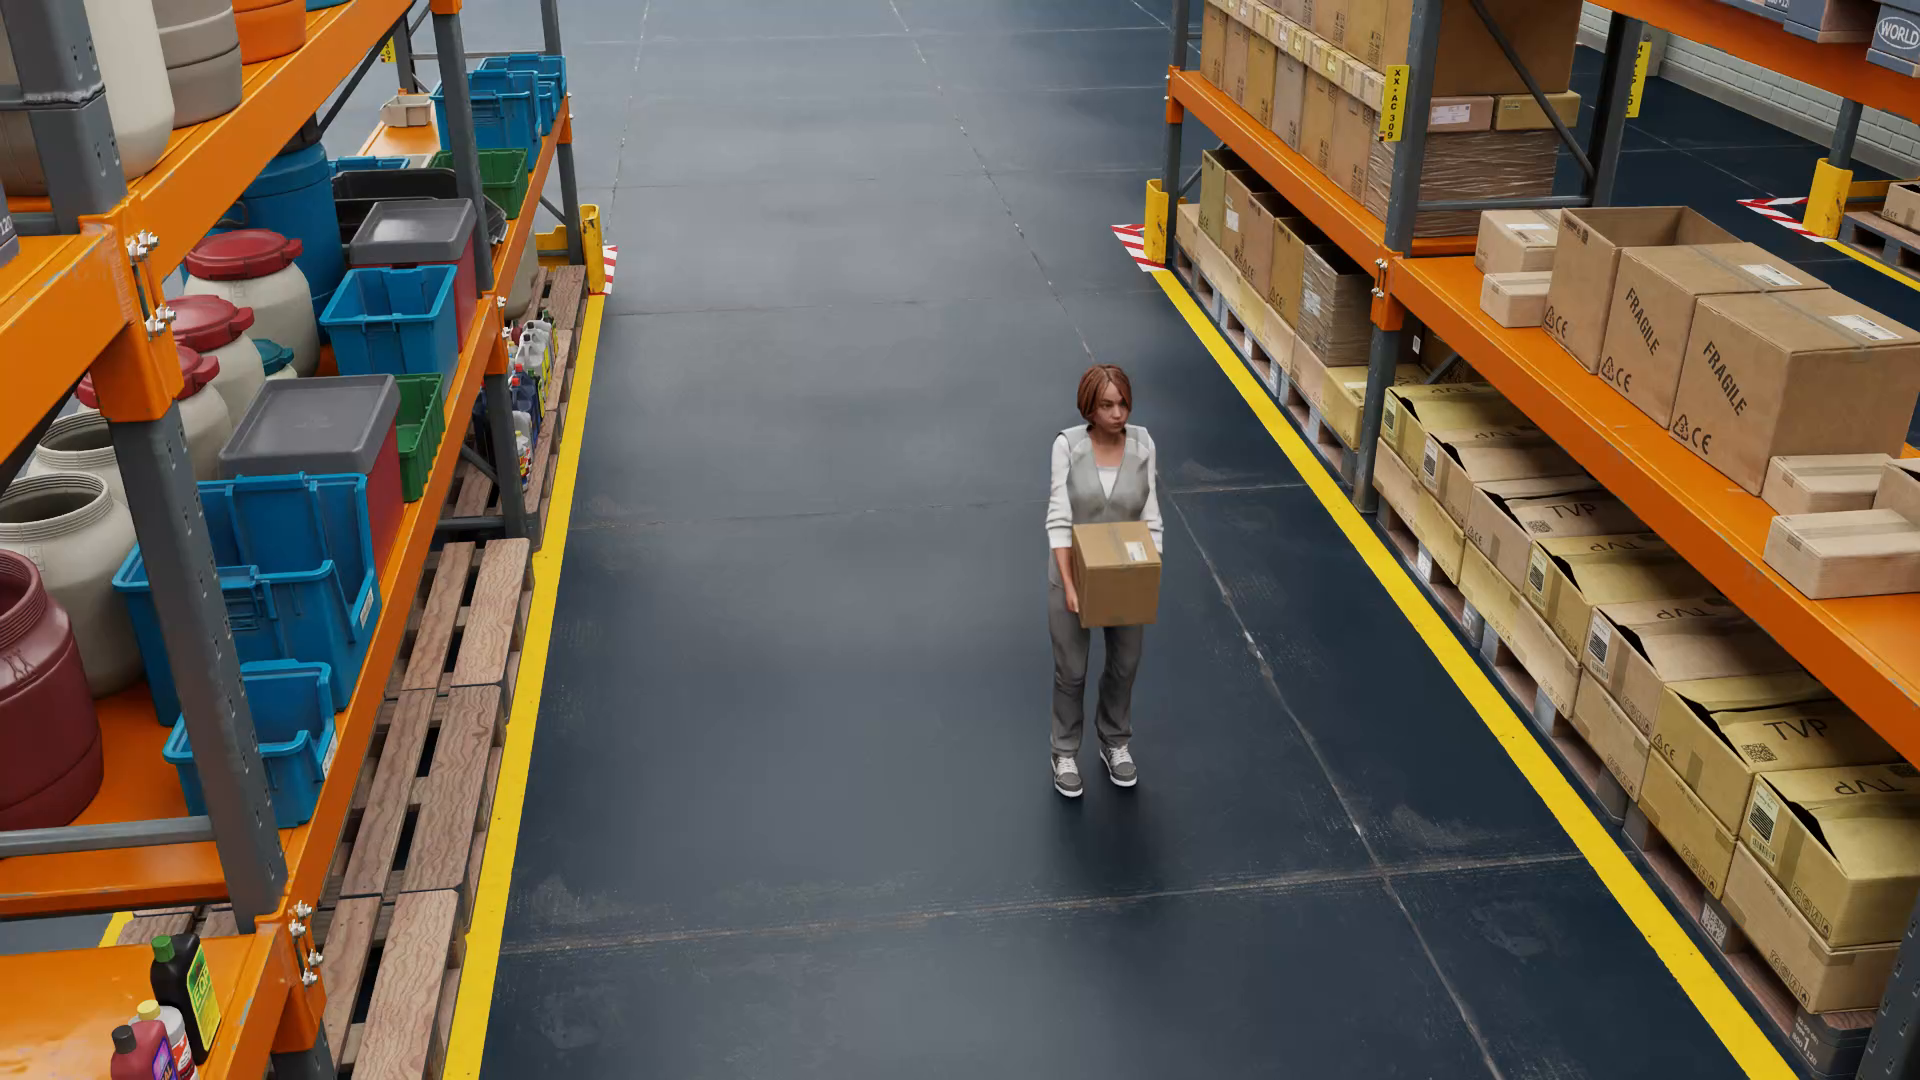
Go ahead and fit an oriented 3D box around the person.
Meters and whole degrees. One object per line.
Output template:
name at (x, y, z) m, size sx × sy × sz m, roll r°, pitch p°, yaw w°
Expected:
person at (0.495, 0.185, 5.781) m, size 0.404 × 1.593 × 0.494 m, roll -3°, pitch 28°, yaw -6°
